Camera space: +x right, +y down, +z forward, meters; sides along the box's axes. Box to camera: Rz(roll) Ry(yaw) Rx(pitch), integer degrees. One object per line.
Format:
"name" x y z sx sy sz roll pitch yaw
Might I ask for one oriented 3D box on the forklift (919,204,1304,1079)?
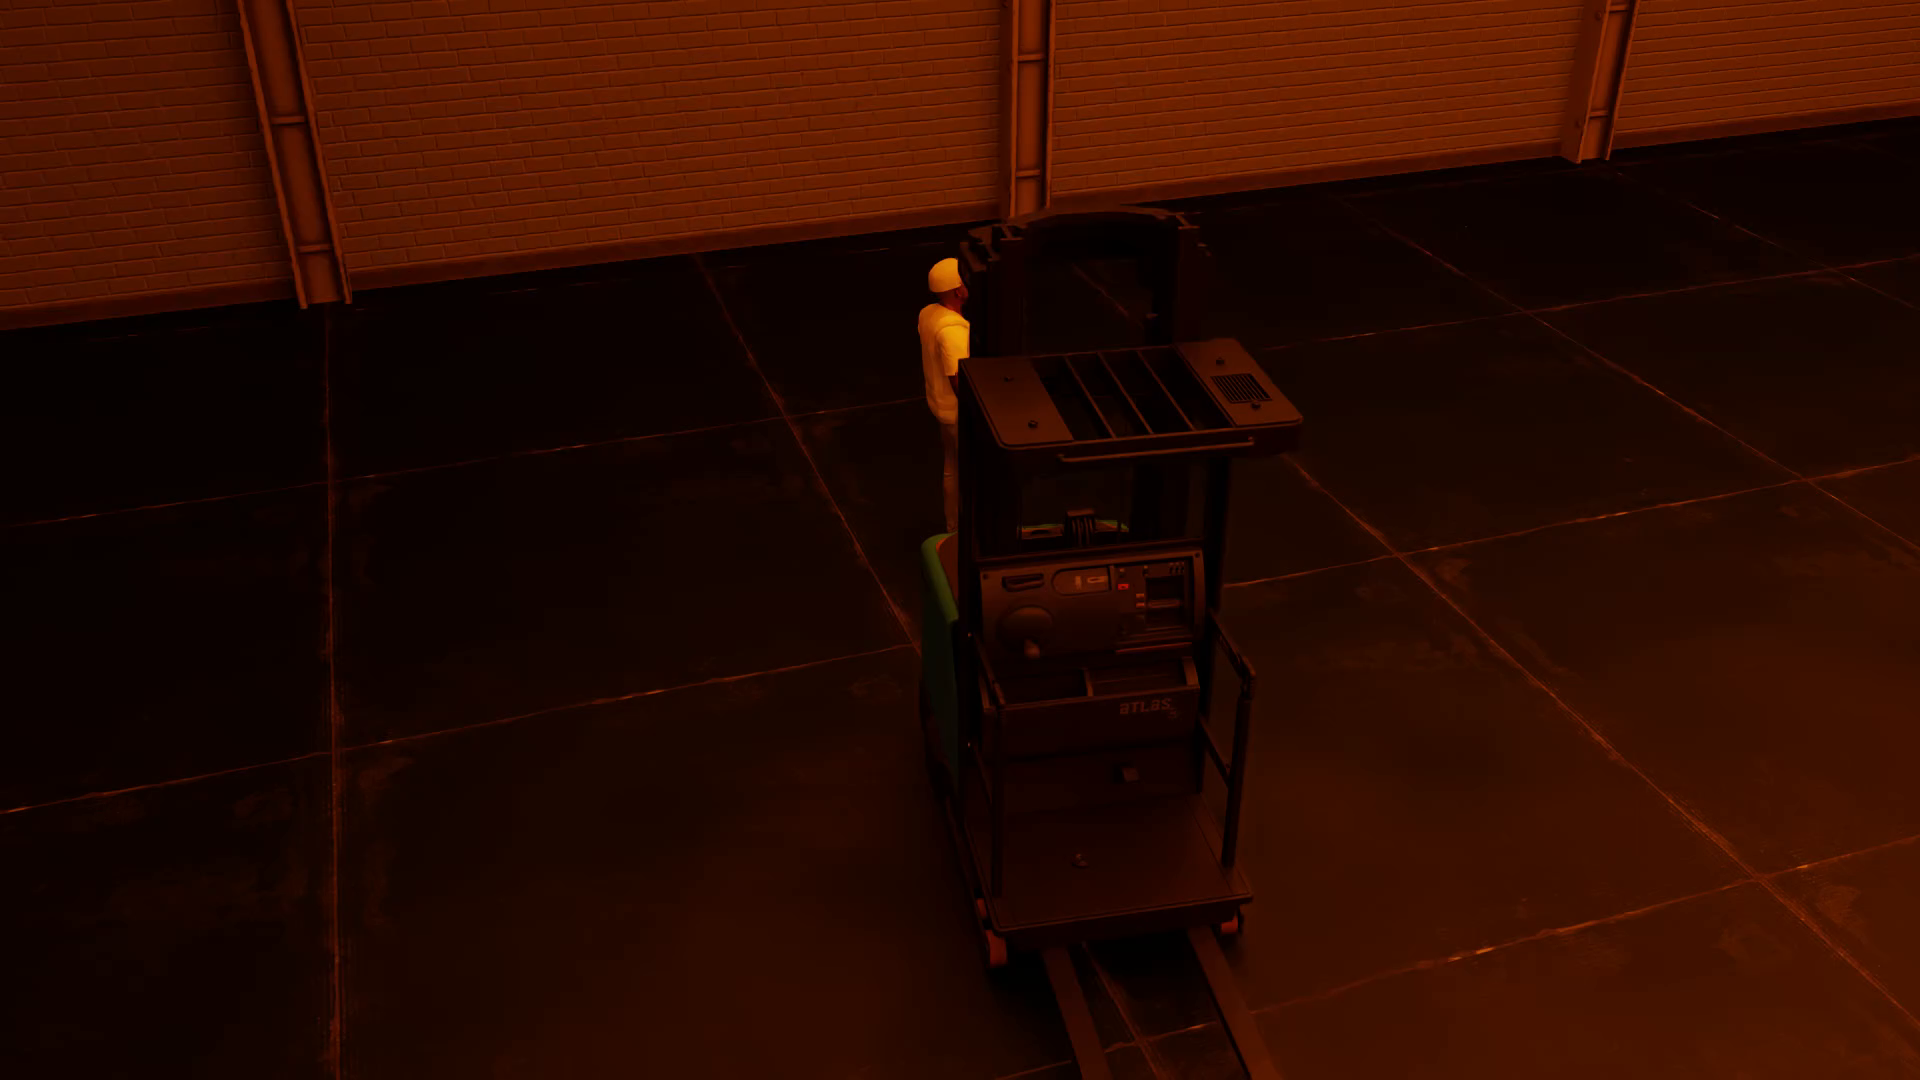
"forklift" 0.582 0.310 6.548 1.130 2.935 3.031 -6 30 -10

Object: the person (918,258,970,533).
"person" 0.068 -0.780 9.596 0.577 1.765 0.665 -10 31 -16
